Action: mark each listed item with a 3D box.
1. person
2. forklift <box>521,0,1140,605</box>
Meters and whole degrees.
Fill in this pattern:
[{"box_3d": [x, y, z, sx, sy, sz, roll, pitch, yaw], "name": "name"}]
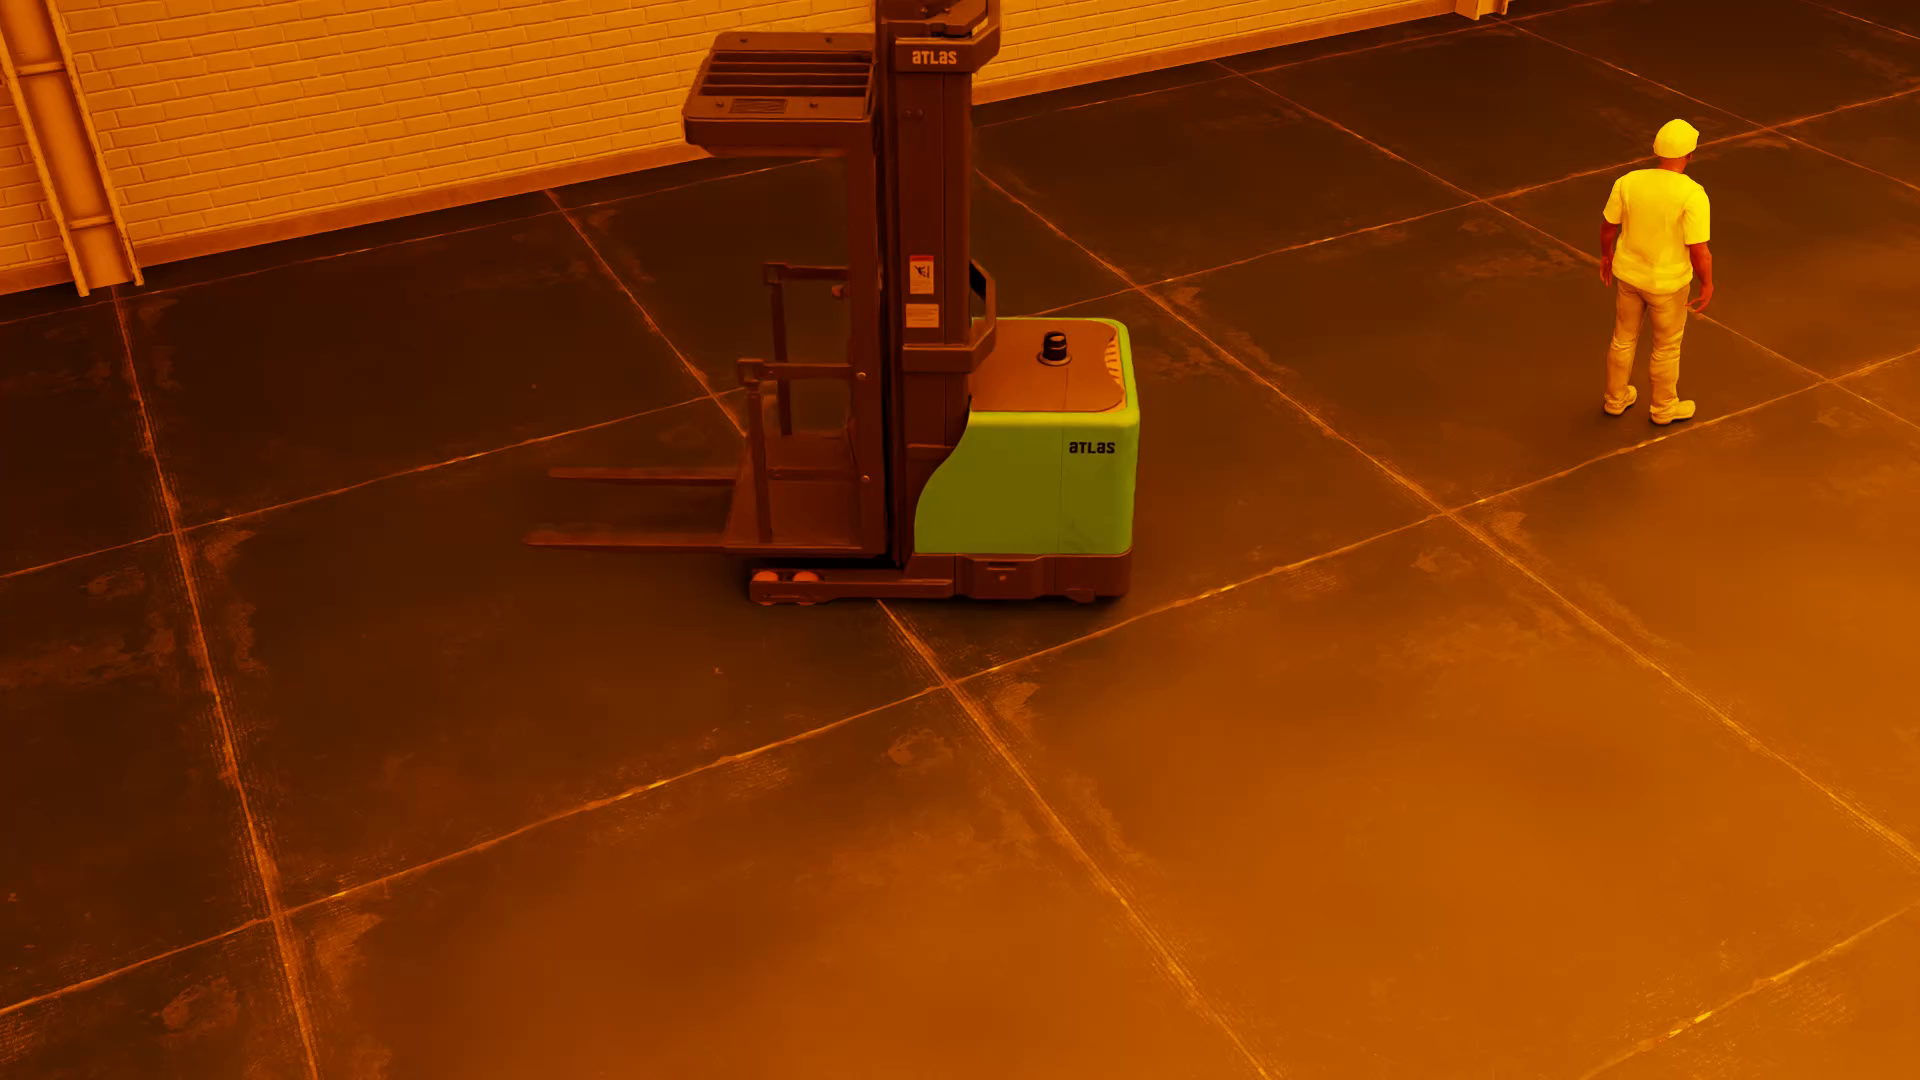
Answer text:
[{"box_3d": [3.887, -1.496, 9.235, 0.577, 1.765, 0.666, -26, 43, -31], "name": "person"}, {"box_3d": [-0.664, -1.179, 7.791, 3.031, 2.935, 1.130, 1, 35, 1], "name": "forklift"}]
